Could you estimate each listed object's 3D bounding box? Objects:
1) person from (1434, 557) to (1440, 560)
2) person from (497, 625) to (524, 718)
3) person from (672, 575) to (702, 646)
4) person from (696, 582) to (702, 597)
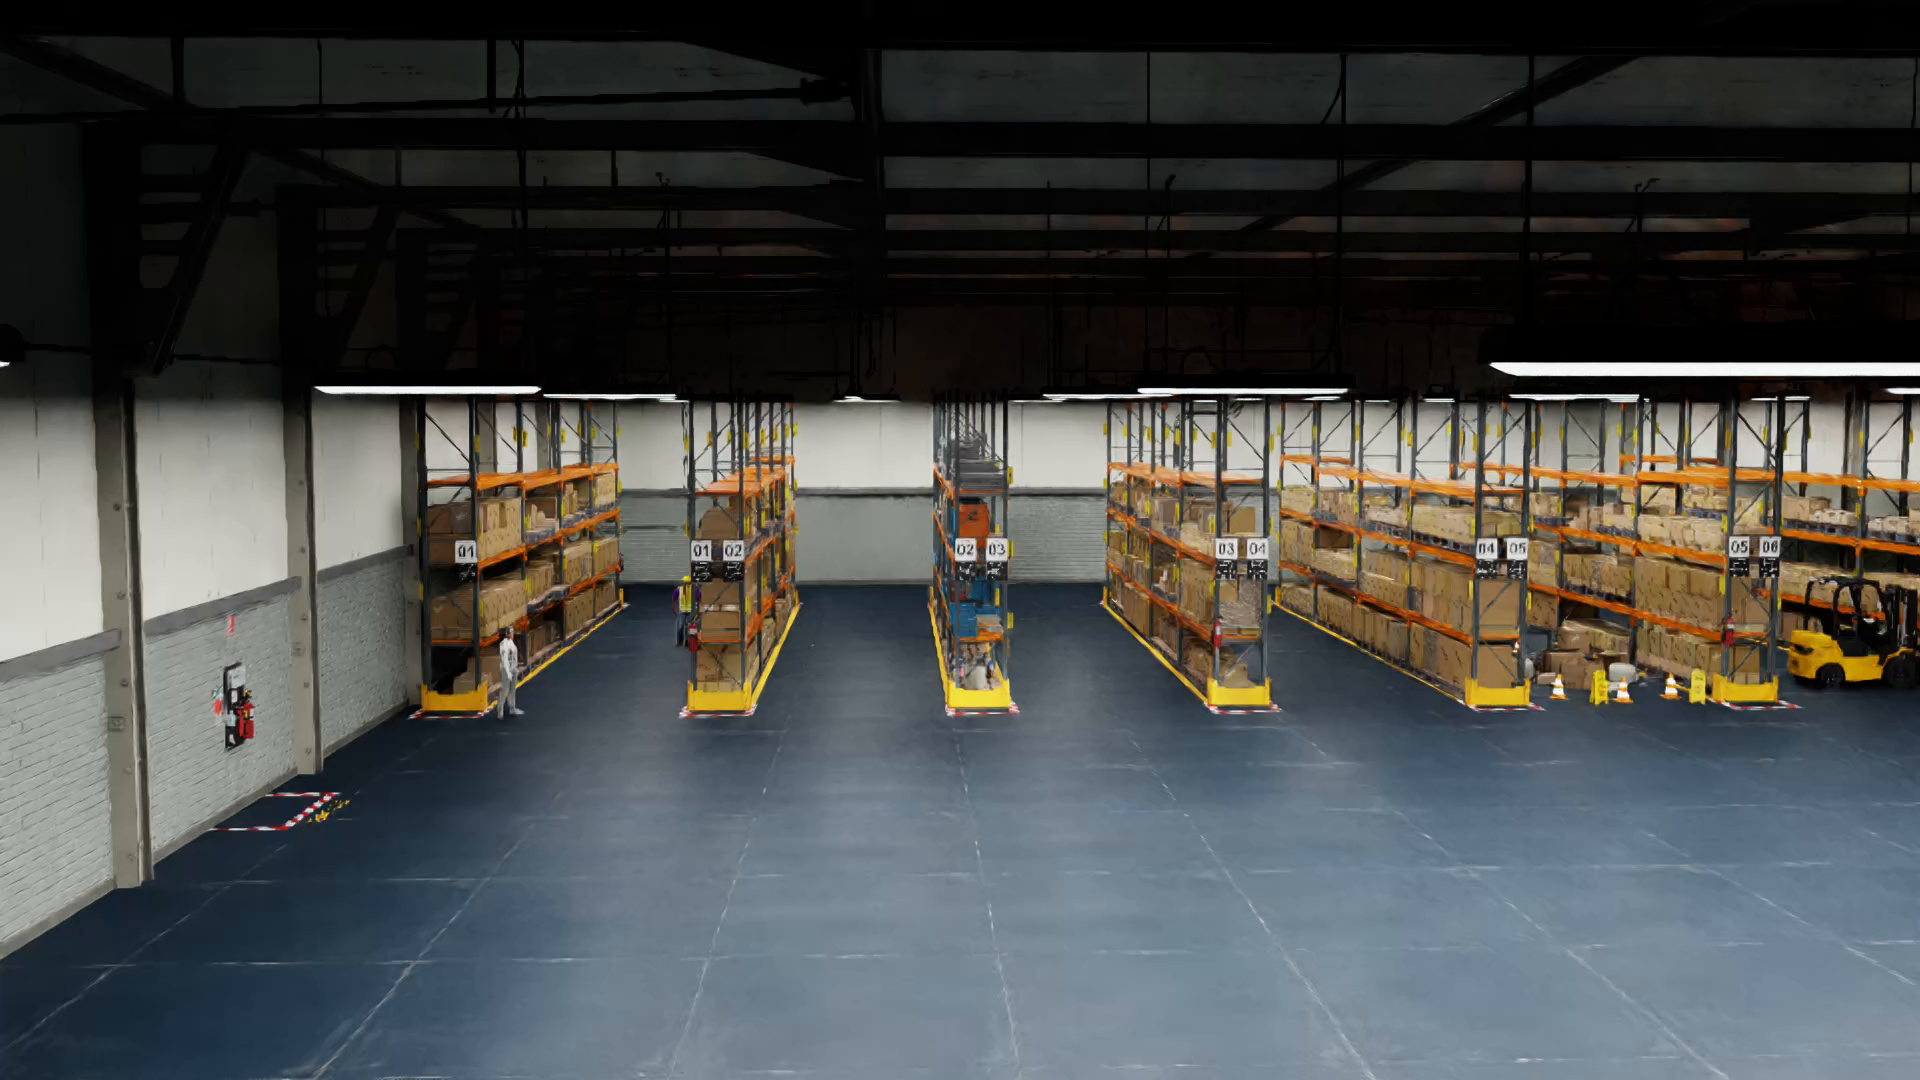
[{"bbox_3d":[12.864,1.256,44.853,0.399,1.602,0.469,-3,6,-33],"label":"person"},{"bbox_3d":[-8.275,2.389,30.454,0.373,1.675,0.624,1,5,8],"label":"person"},{"bbox_3d":[-6.441,1.678,39.222,0.719,1.714,0.578,0,5,-4],"label":"person"},{"bbox_3d":[-7.508,0.925,47.907,0.462,1.777,0.626,2,5,23],"label":"person"}]
